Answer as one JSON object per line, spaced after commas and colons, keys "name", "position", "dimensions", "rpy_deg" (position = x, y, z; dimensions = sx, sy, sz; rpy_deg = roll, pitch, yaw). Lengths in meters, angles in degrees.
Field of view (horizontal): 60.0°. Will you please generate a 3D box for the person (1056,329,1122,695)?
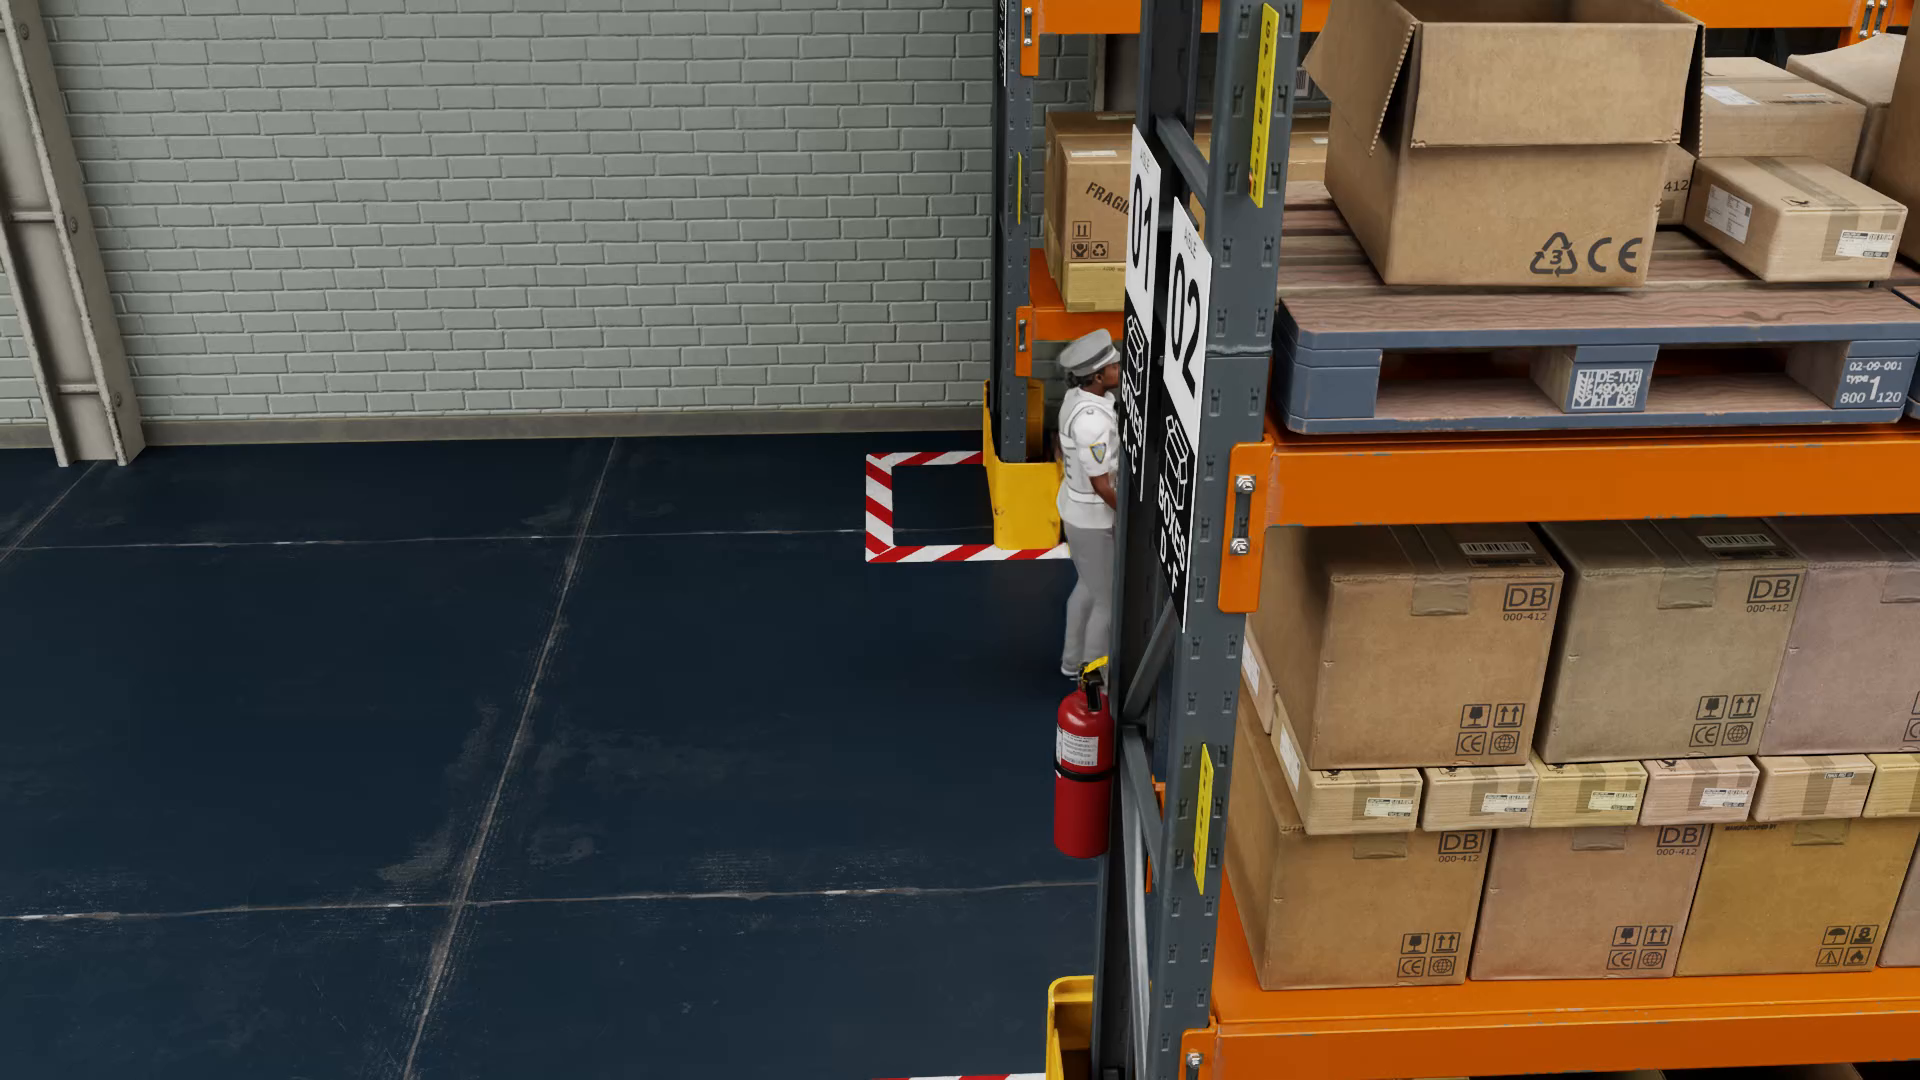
{"name": "person", "position": [0.636, -0.106, 7.289], "dimensions": [0.435, 1.698, 0.535], "rpy_deg": [-1, 28, -3]}
